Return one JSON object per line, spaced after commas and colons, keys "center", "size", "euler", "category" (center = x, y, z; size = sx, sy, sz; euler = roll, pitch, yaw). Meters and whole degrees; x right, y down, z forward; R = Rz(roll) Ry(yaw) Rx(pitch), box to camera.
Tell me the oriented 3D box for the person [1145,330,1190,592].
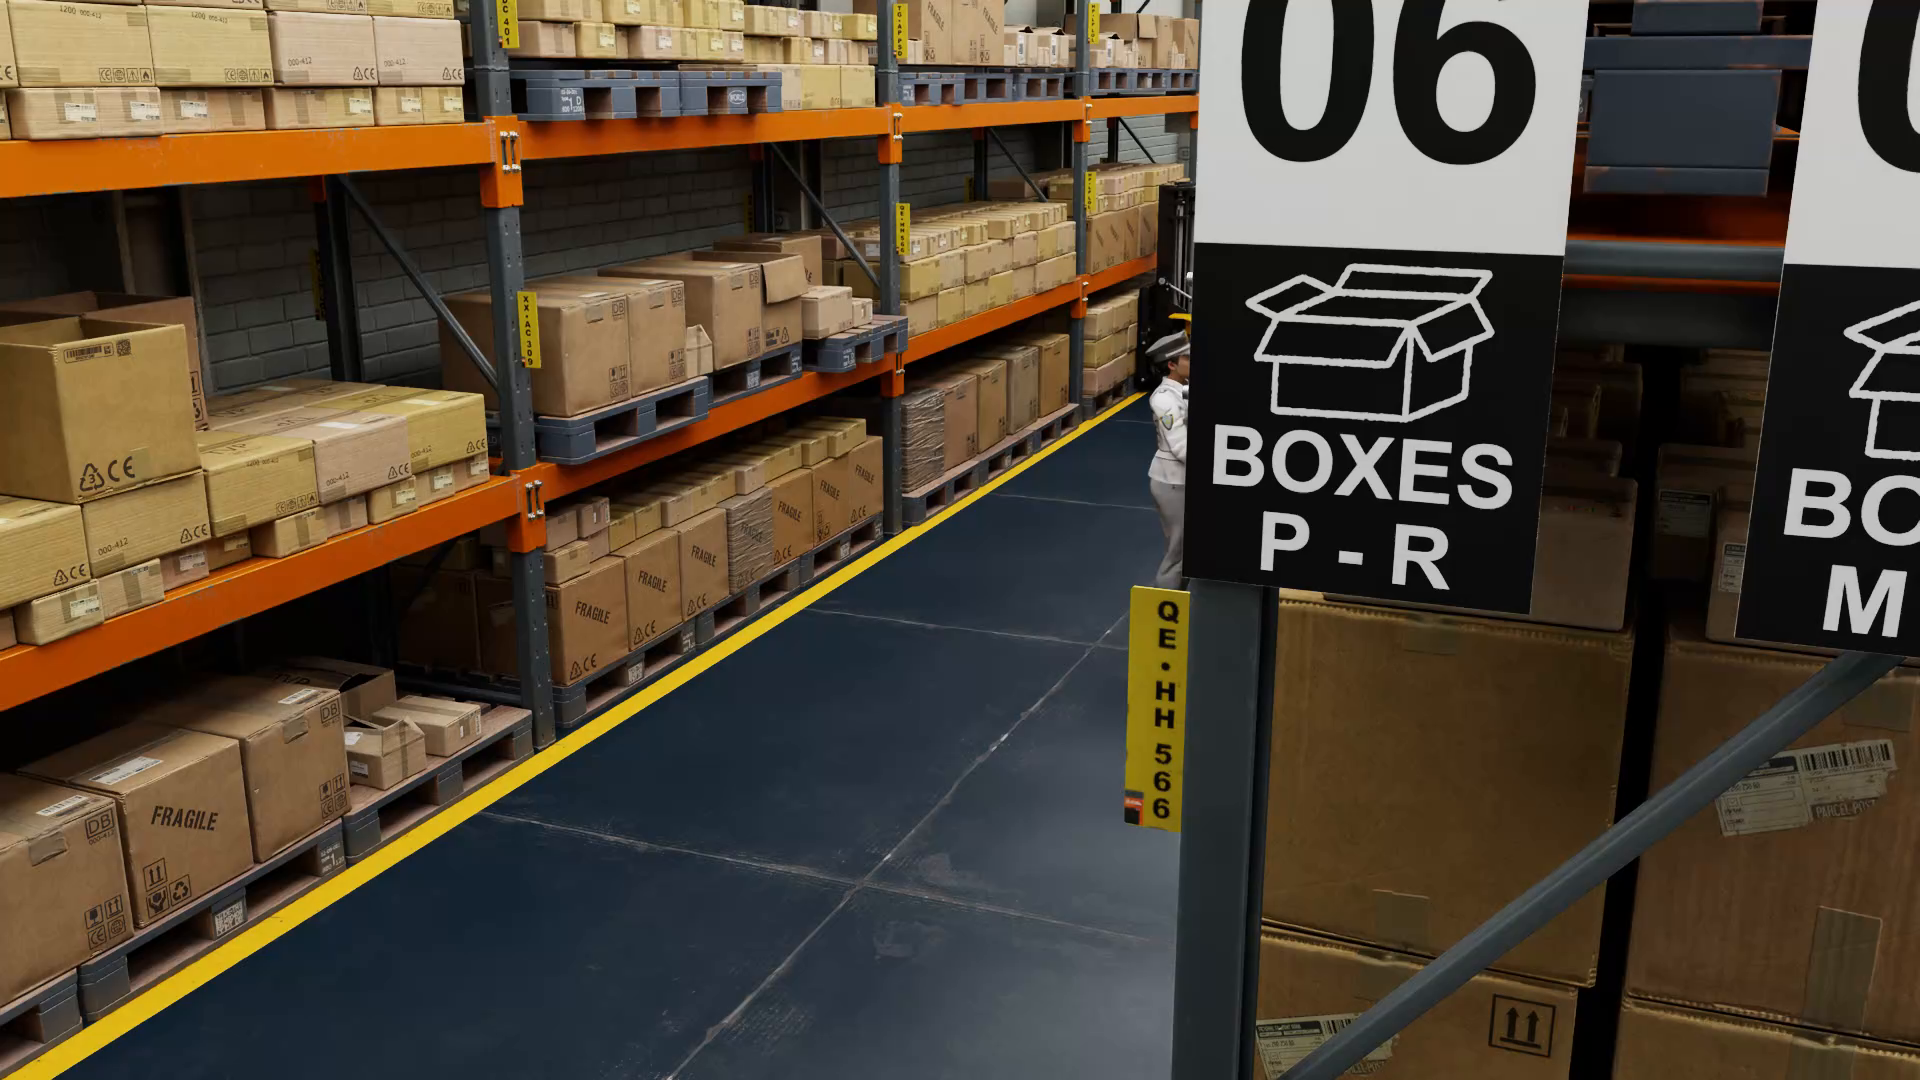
{"center": [1.255, -0.297, 9.044], "size": [0.556, 1.686, 0.460], "euler": [6, 17, 21], "category": "person"}
